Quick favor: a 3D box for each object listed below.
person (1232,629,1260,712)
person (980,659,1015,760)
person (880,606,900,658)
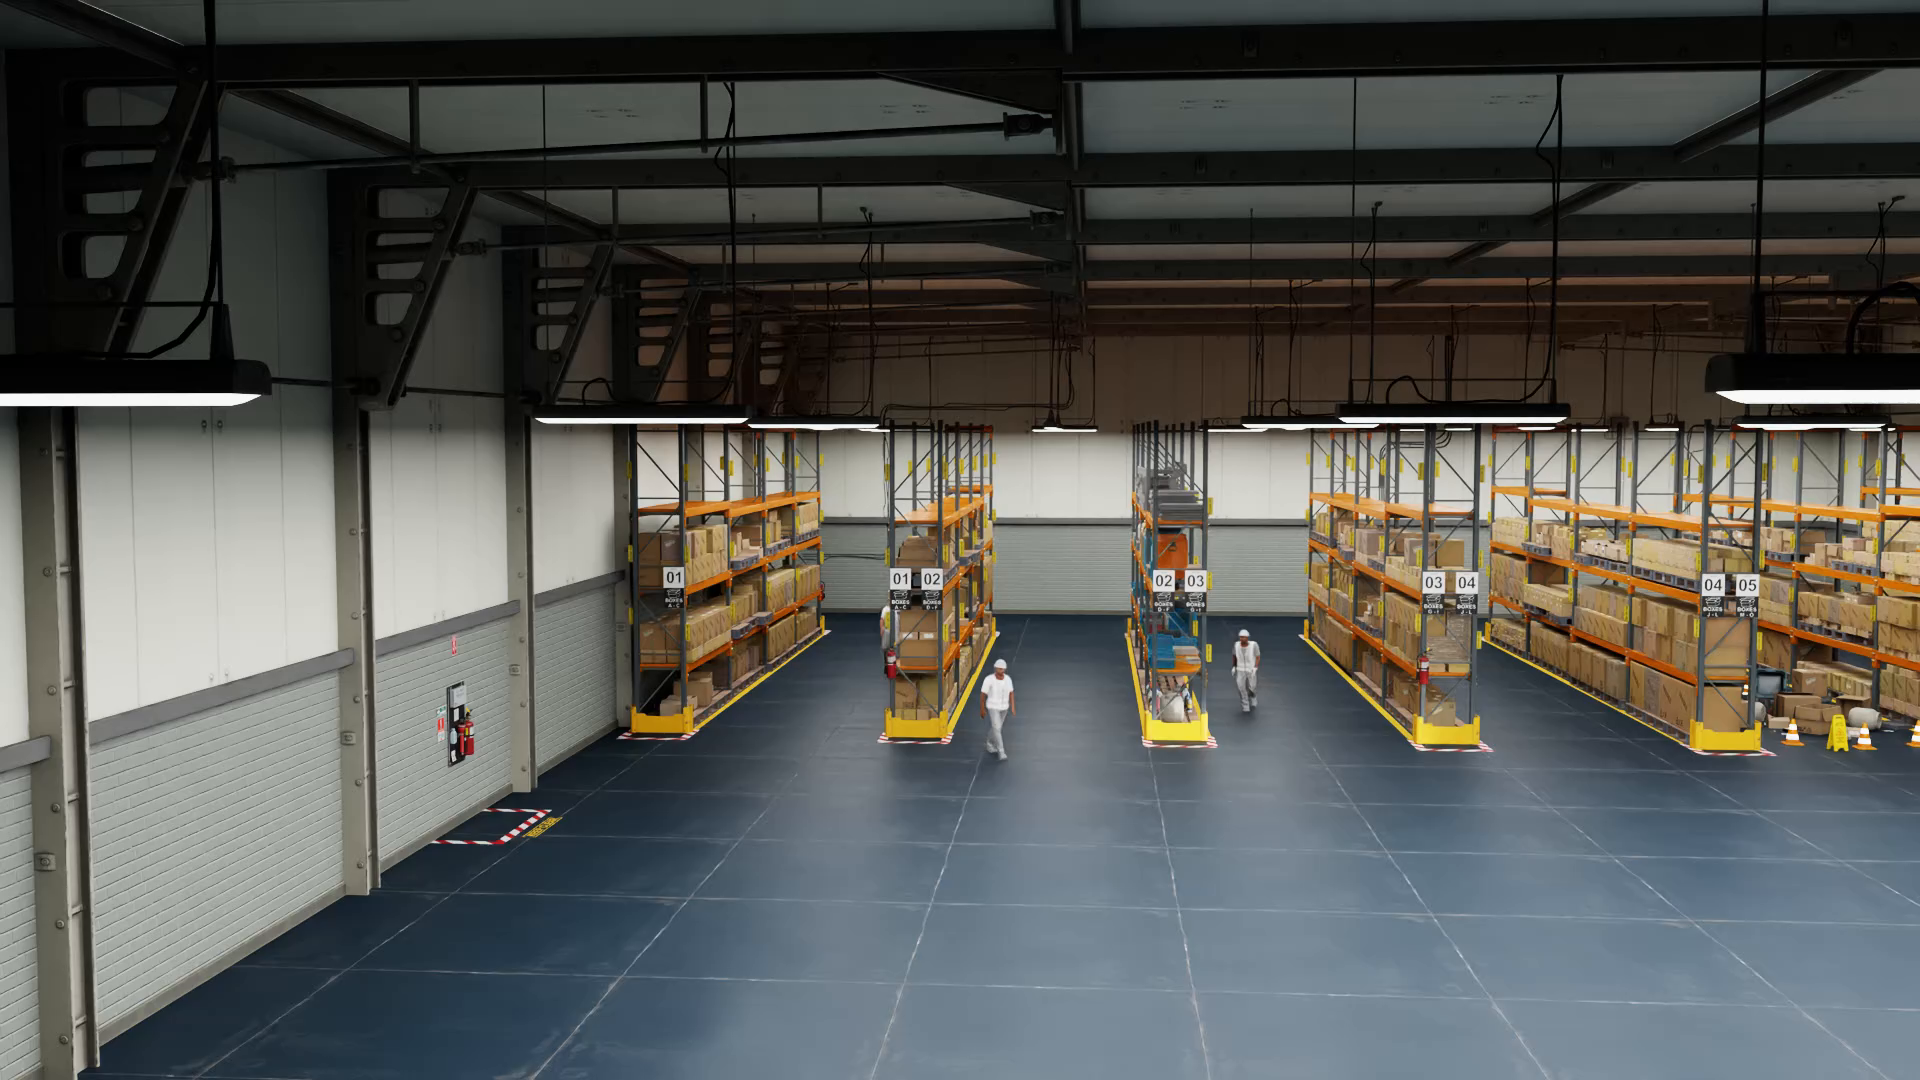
[{"bbox_3d":[5.950,2.690,34.605,0.607,1.696,0.798,1,4,19],"label":"person"},{"bbox_3d":[0.705,2.969,29.467,0.591,1.710,0.996,-3,4,-36],"label":"person"},{"bbox_3d":[-1.654,2.135,40.474,0.621,1.547,0.794,-1,4,-12],"label":"person"}]
